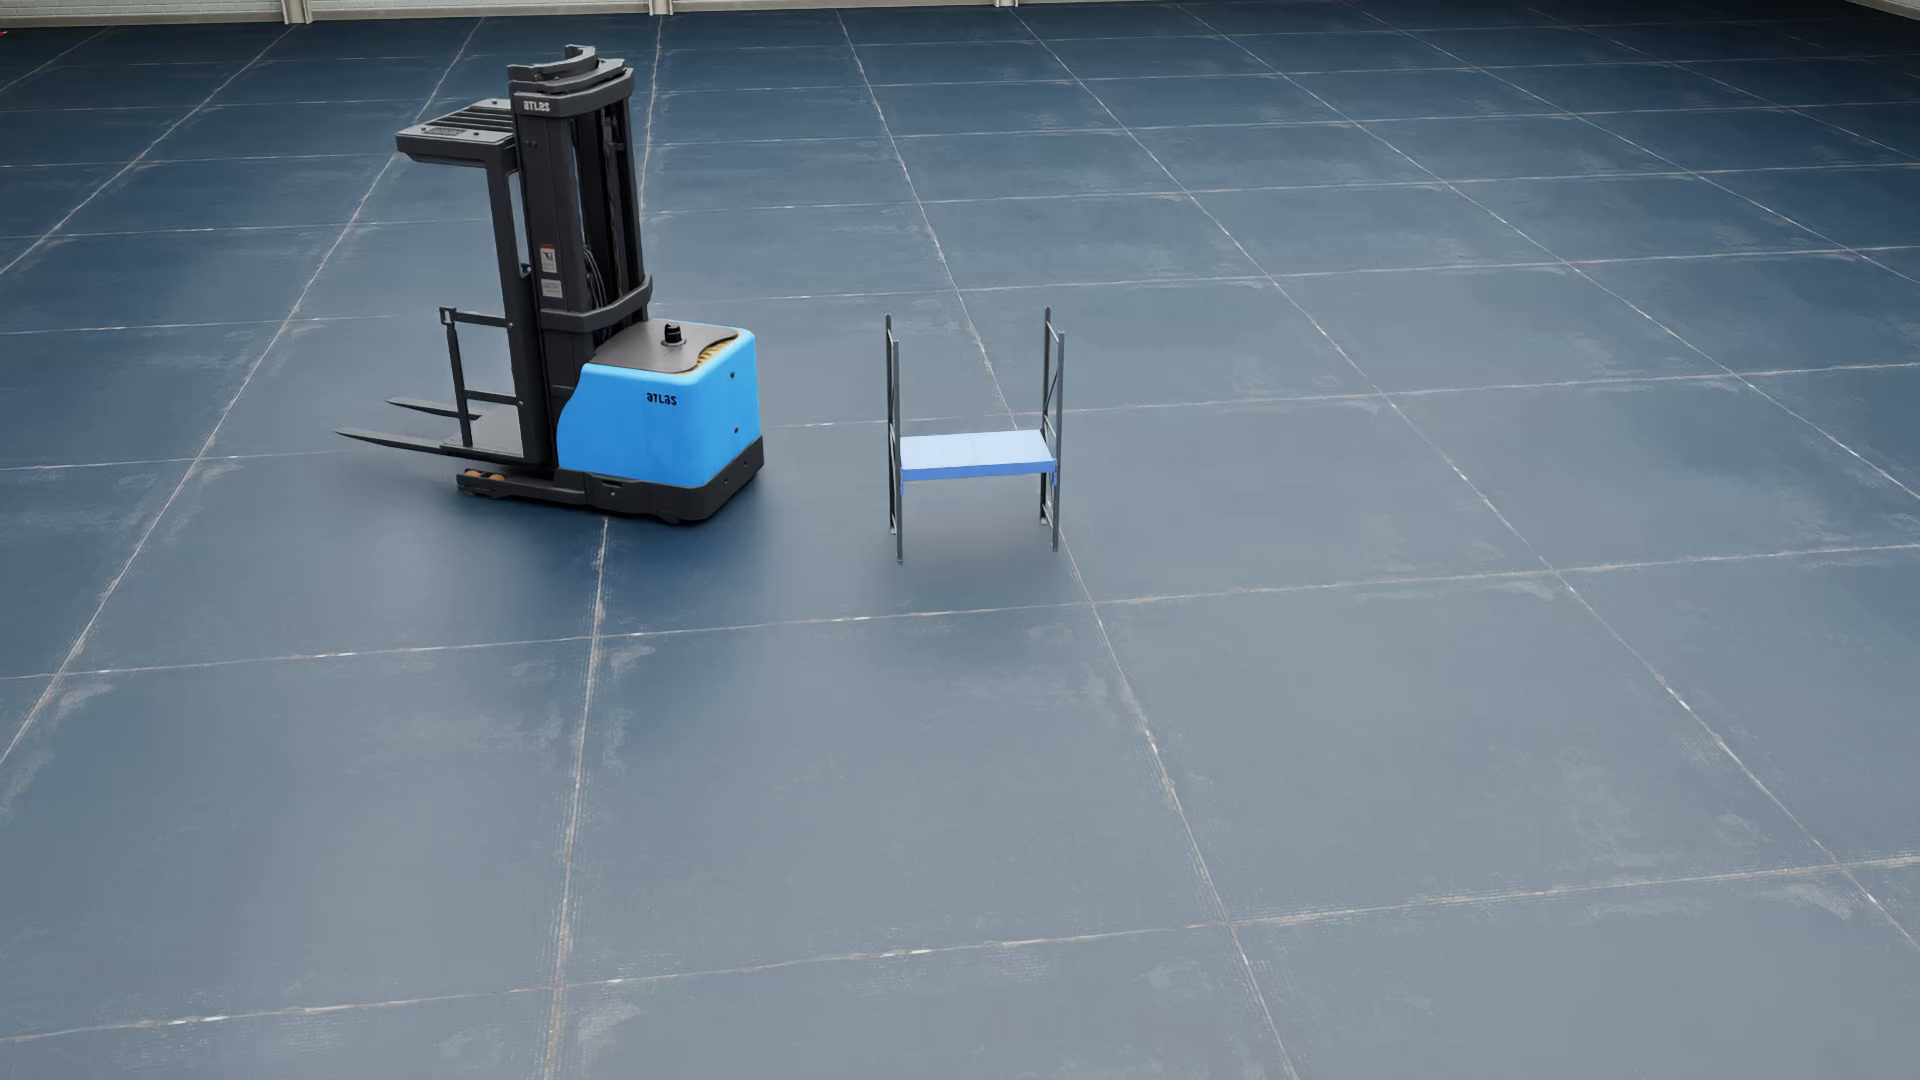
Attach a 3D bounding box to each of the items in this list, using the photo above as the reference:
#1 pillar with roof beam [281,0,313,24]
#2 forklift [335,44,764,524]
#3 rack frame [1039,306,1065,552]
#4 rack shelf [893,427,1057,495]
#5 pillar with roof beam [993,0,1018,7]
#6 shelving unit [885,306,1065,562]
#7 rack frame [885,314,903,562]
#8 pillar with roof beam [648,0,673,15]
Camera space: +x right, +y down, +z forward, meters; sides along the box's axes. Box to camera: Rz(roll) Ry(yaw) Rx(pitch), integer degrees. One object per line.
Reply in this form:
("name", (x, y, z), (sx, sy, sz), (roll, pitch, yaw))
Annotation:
("pillar with roof beam", (-10.477, -10.737, 22.022), (0.400, 9.000, 9.100), (-4, 27, -7))
("forklift", (-2.967, -1.805, 11.260), (3.031, 2.935, 1.130), (9, 28, 17))
("rack frame", (0.588, -0.705, 10.684), (0.032, 1.500, 0.500), (-4, 27, -7))
("rack shelf", (0.084, -0.513, 10.703), (1.000, 0.185, 0.538), (-4, 27, -7))
("pillar with roof beam", (1.406, -11.501, 23.509), (0.400, 9.000, 9.100), (-4, 27, -7))
("shelving unit", (0.084, -0.673, 10.621), (1.048, 1.500, 0.538), (-4, 27, -7))
("rack frame", (-0.419, -0.640, 10.558), (0.032, 1.500, 0.500), (-4, 27, -7))
("pillar with roof beam", (-4.536, -11.119, 22.765), (0.400, 9.000, 9.100), (-4, 27, -7))
